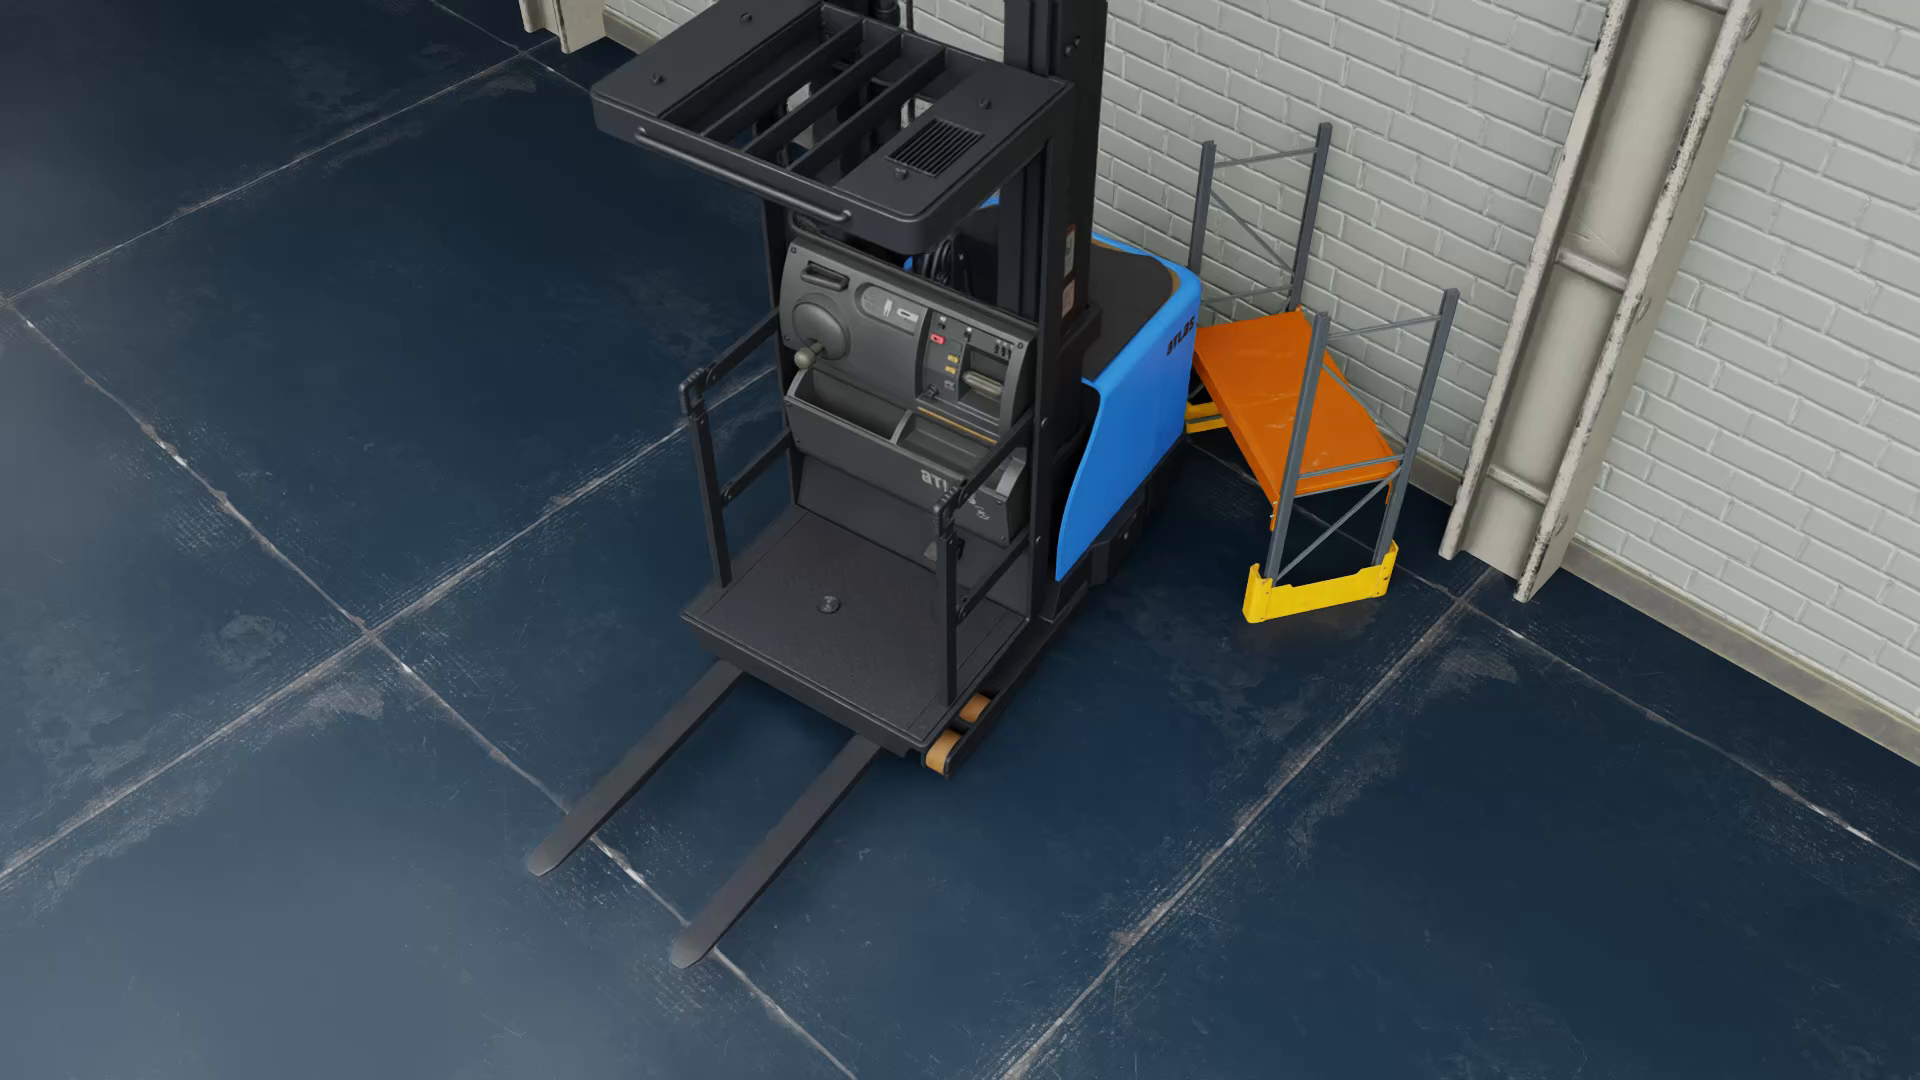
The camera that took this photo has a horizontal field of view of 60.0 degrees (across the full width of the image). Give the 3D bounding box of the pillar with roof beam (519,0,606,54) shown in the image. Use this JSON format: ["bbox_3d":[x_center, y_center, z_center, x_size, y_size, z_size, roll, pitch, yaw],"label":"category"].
[{"bbox_3d":[-5.156,-3.671,4.024,0.400,9.000,9.100,34,55,28],"label":"pillar with roof beam"}]

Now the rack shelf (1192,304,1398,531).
[{"bbox_3d":[1.263,-0.494,6.432,0.538,0.185,1.000,-11,48,-10],"label":"rack shelf"}]

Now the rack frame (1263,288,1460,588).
[{"bbox_3d":[1.397,-0.260,5.965,0.500,1.500,0.032,-11,48,-10],"label":"rack frame"}]

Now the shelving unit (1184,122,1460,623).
[{"bbox_3d":[1.260,-0.623,6.307,0.587,1.500,1.083,-11,48,-10],"label":"shelving unit"}]

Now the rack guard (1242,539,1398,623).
[{"bbox_3d":[1.392,0.155,6.433,0.587,0.250,0.087,-11,48,-10],"label":"rack guard"}]

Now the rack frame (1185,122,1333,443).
[{"bbox_3d":[1.129,-0.975,6.636,0.500,1.500,0.032,-11,48,-10],"label":"rack frame"}]

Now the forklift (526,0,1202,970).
[{"bbox_3d":[-0.309,-0.563,5.268,1.130,2.935,3.031,26,52,22],"label":"forklift"}]

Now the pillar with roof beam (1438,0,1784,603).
[{"bbox_3d":[-0.747,-0.704,1.238,0.400,9.000,9.100,34,55,28],"label":"pillar with roof beam"}]

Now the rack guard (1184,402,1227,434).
[{"bbox_3d":[1.129,-0.546,7.091,0.587,0.250,0.087,-11,48,-10],"label":"rack guard"}]
